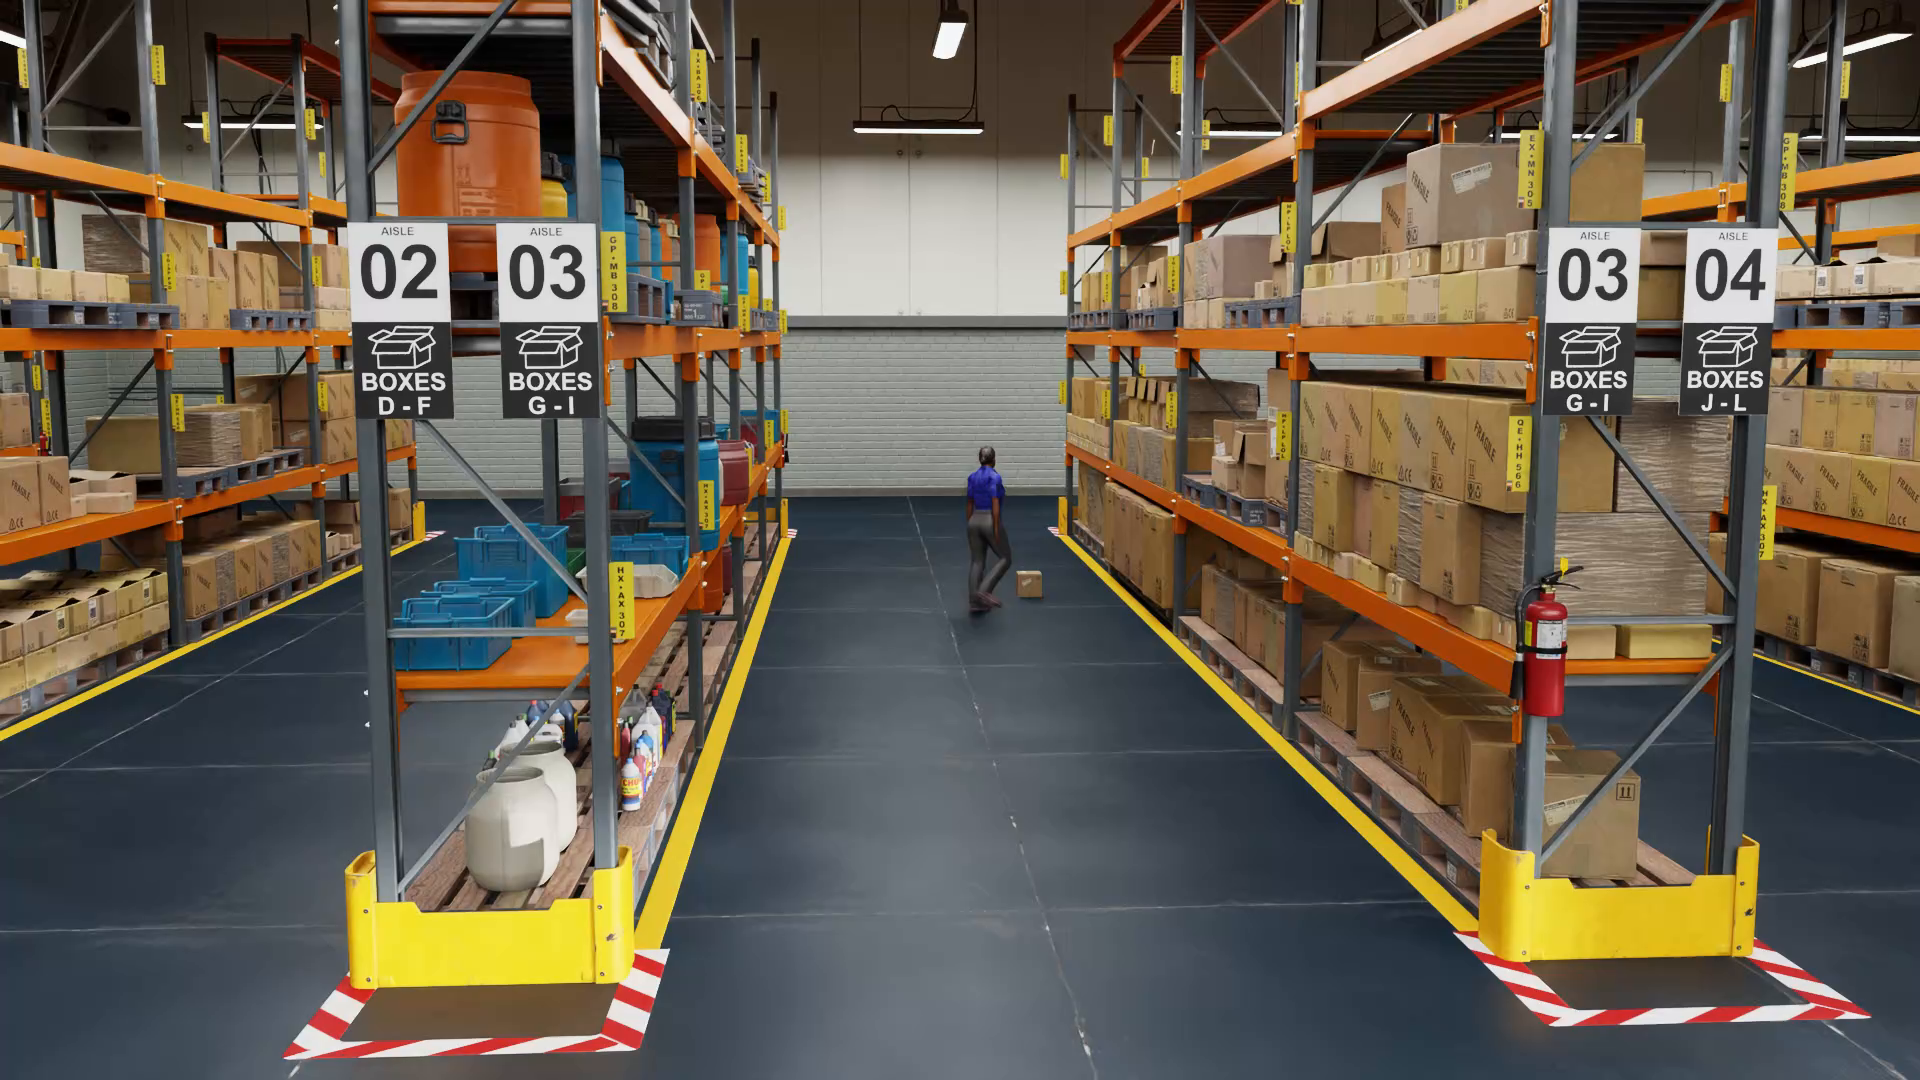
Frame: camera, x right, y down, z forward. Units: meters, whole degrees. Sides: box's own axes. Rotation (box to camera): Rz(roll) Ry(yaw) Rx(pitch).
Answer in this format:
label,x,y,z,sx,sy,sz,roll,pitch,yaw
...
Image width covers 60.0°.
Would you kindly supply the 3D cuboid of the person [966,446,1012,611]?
label,x,y,z,sx,sy,sz,roll,pitch,yaw
person,0.247,-0.116,16.631,0.501,1.648,0.454,6,9,40
